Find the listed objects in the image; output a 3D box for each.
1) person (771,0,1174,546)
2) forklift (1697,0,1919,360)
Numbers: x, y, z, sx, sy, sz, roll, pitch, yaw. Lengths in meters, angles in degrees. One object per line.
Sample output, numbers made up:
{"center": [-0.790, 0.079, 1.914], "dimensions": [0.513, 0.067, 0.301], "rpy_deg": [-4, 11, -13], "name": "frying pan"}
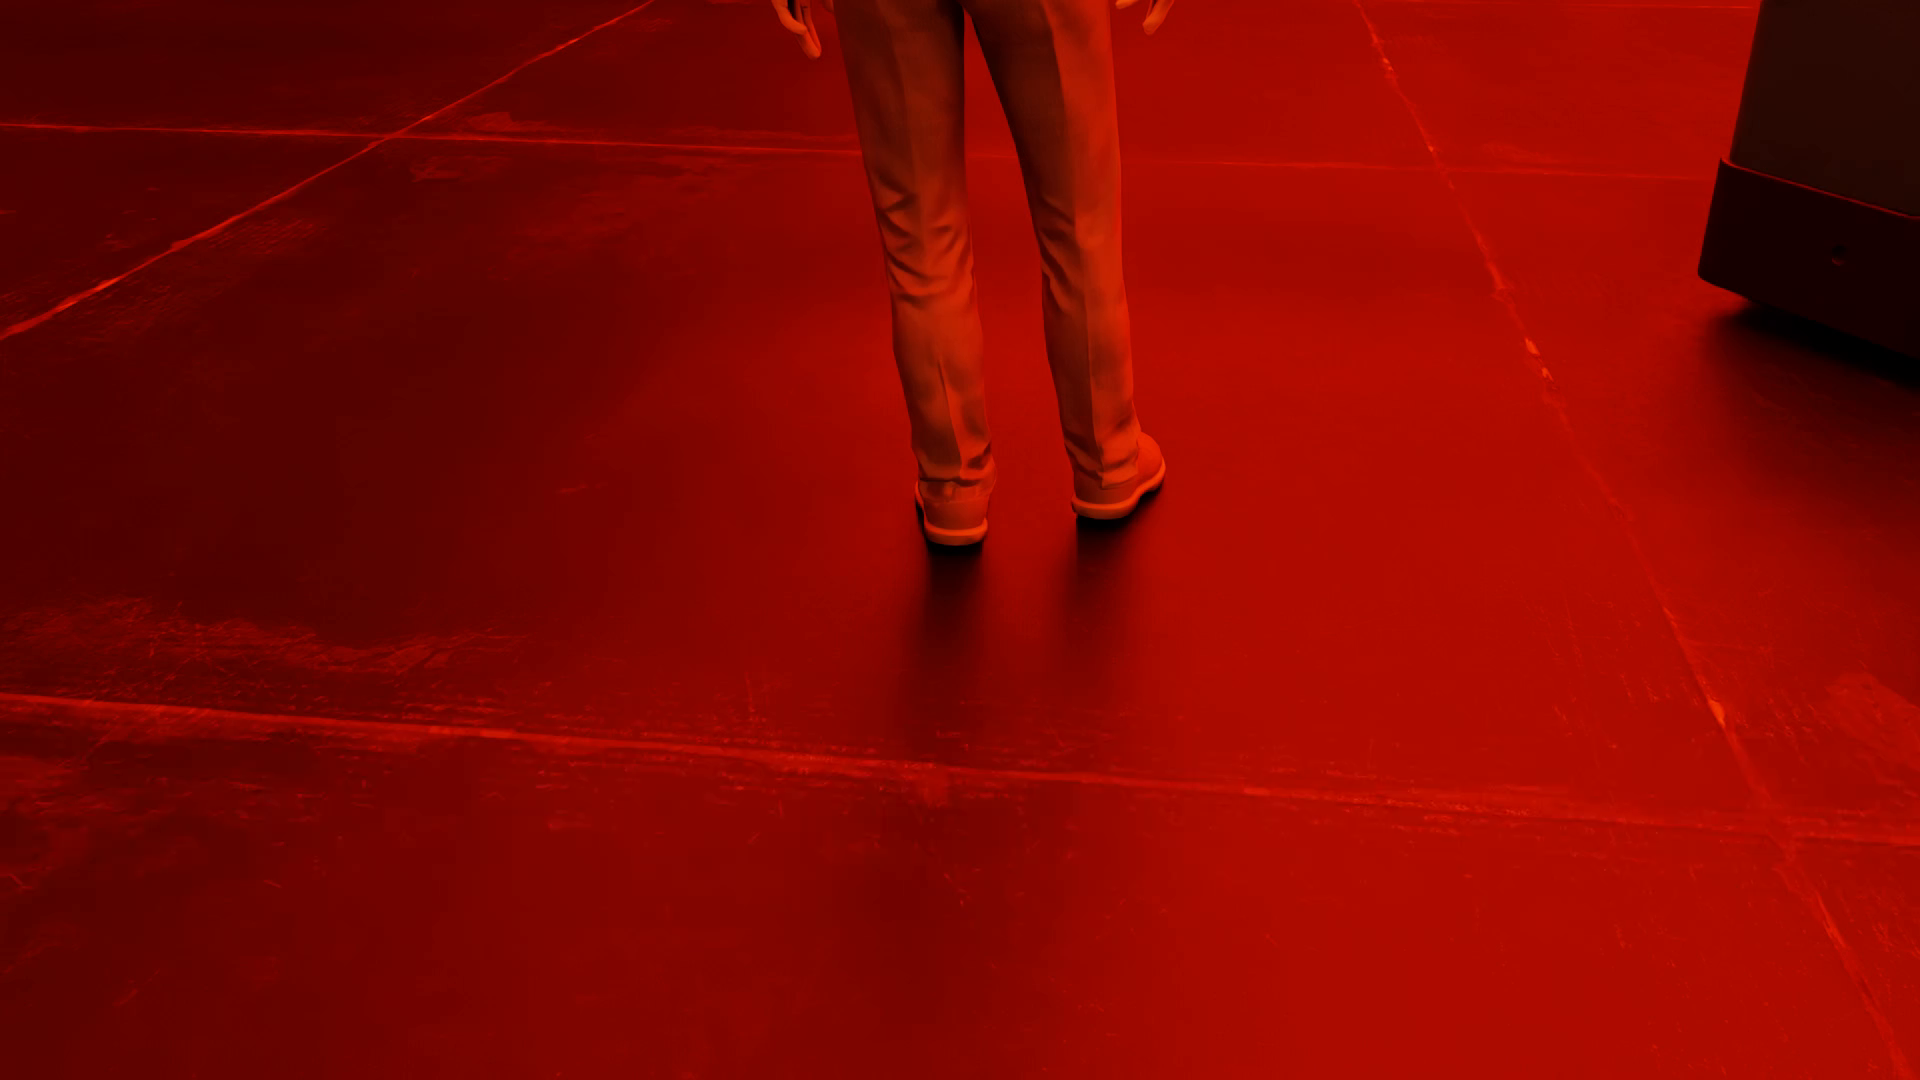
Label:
{"center": [0.016, -0.795, 2.179], "dimensions": [0.587, 1.694, 0.530], "rpy_deg": [3, 27, 7], "name": "person"}
{"center": [3.085, -1.865, 2.955], "dimensions": [3.031, 2.935, 1.130], "rpy_deg": [-11, 29, -21], "name": "forklift"}
